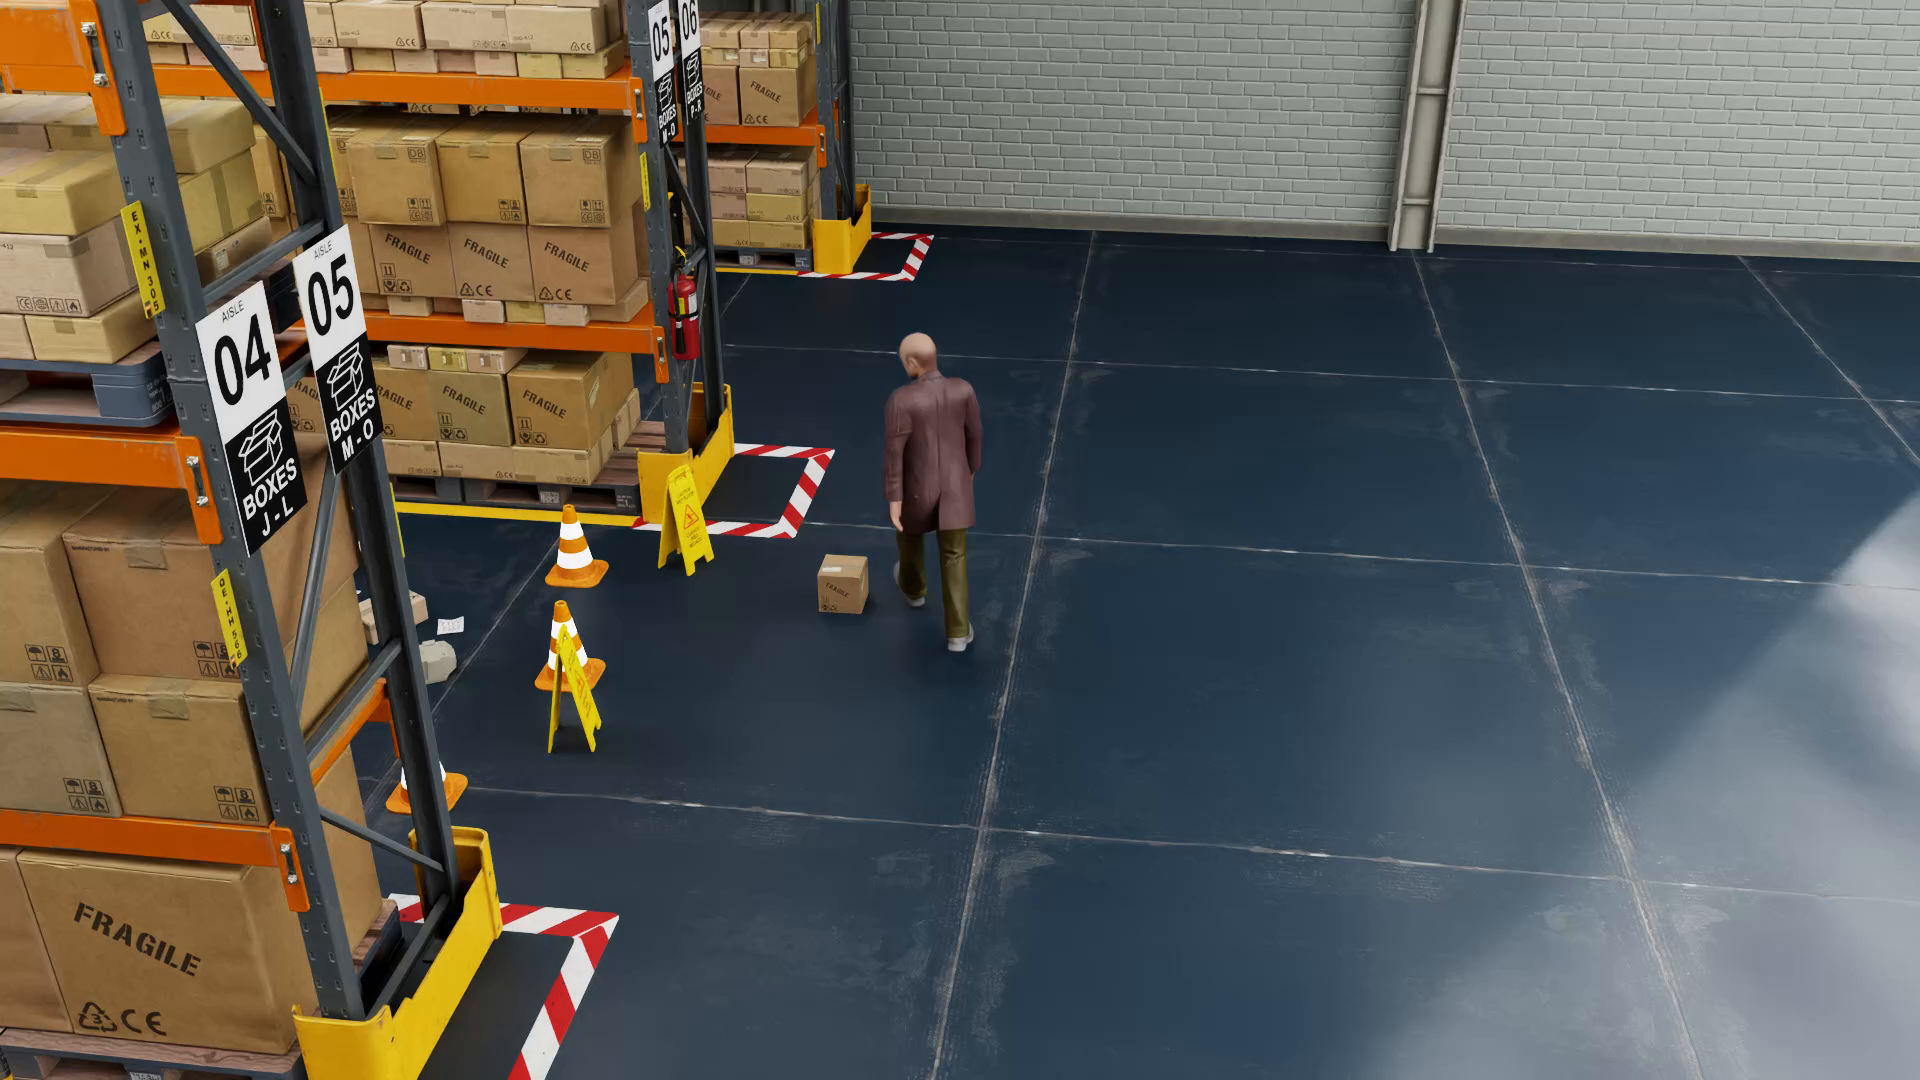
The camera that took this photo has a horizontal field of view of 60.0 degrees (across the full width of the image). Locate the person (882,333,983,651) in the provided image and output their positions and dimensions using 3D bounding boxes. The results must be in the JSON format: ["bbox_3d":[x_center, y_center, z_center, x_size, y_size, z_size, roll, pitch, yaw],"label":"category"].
[{"bbox_3d":[-0.155,-0.308,9.219,0.641,1.736,1.035,-8,29,-14],"label":"person"}]
